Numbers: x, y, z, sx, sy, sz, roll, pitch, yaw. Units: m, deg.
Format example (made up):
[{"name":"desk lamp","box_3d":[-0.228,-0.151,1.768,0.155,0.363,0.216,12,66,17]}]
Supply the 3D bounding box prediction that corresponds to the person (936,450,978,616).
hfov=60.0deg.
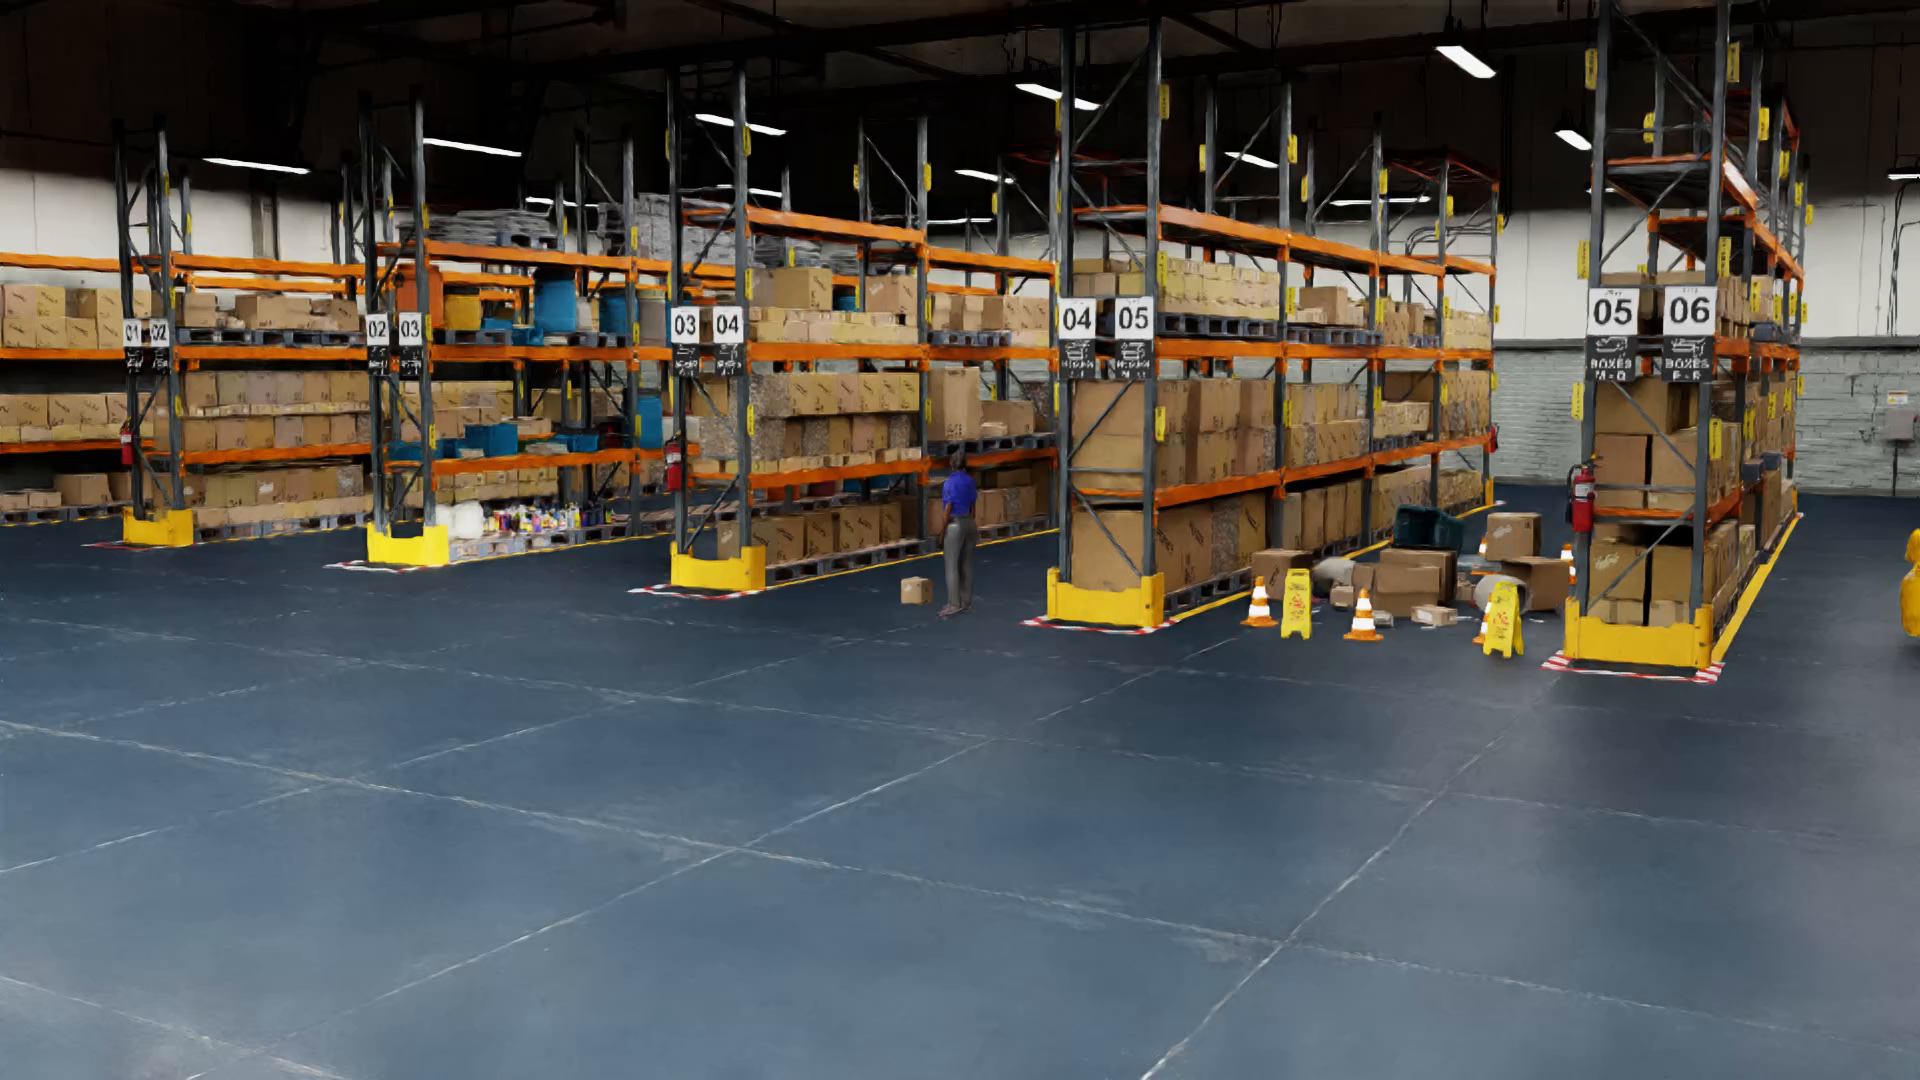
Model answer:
[{"name":"person","box_3d":[-0.032,-0.072,17.031,0.374,1.700,0.500,5,8,40]}]
